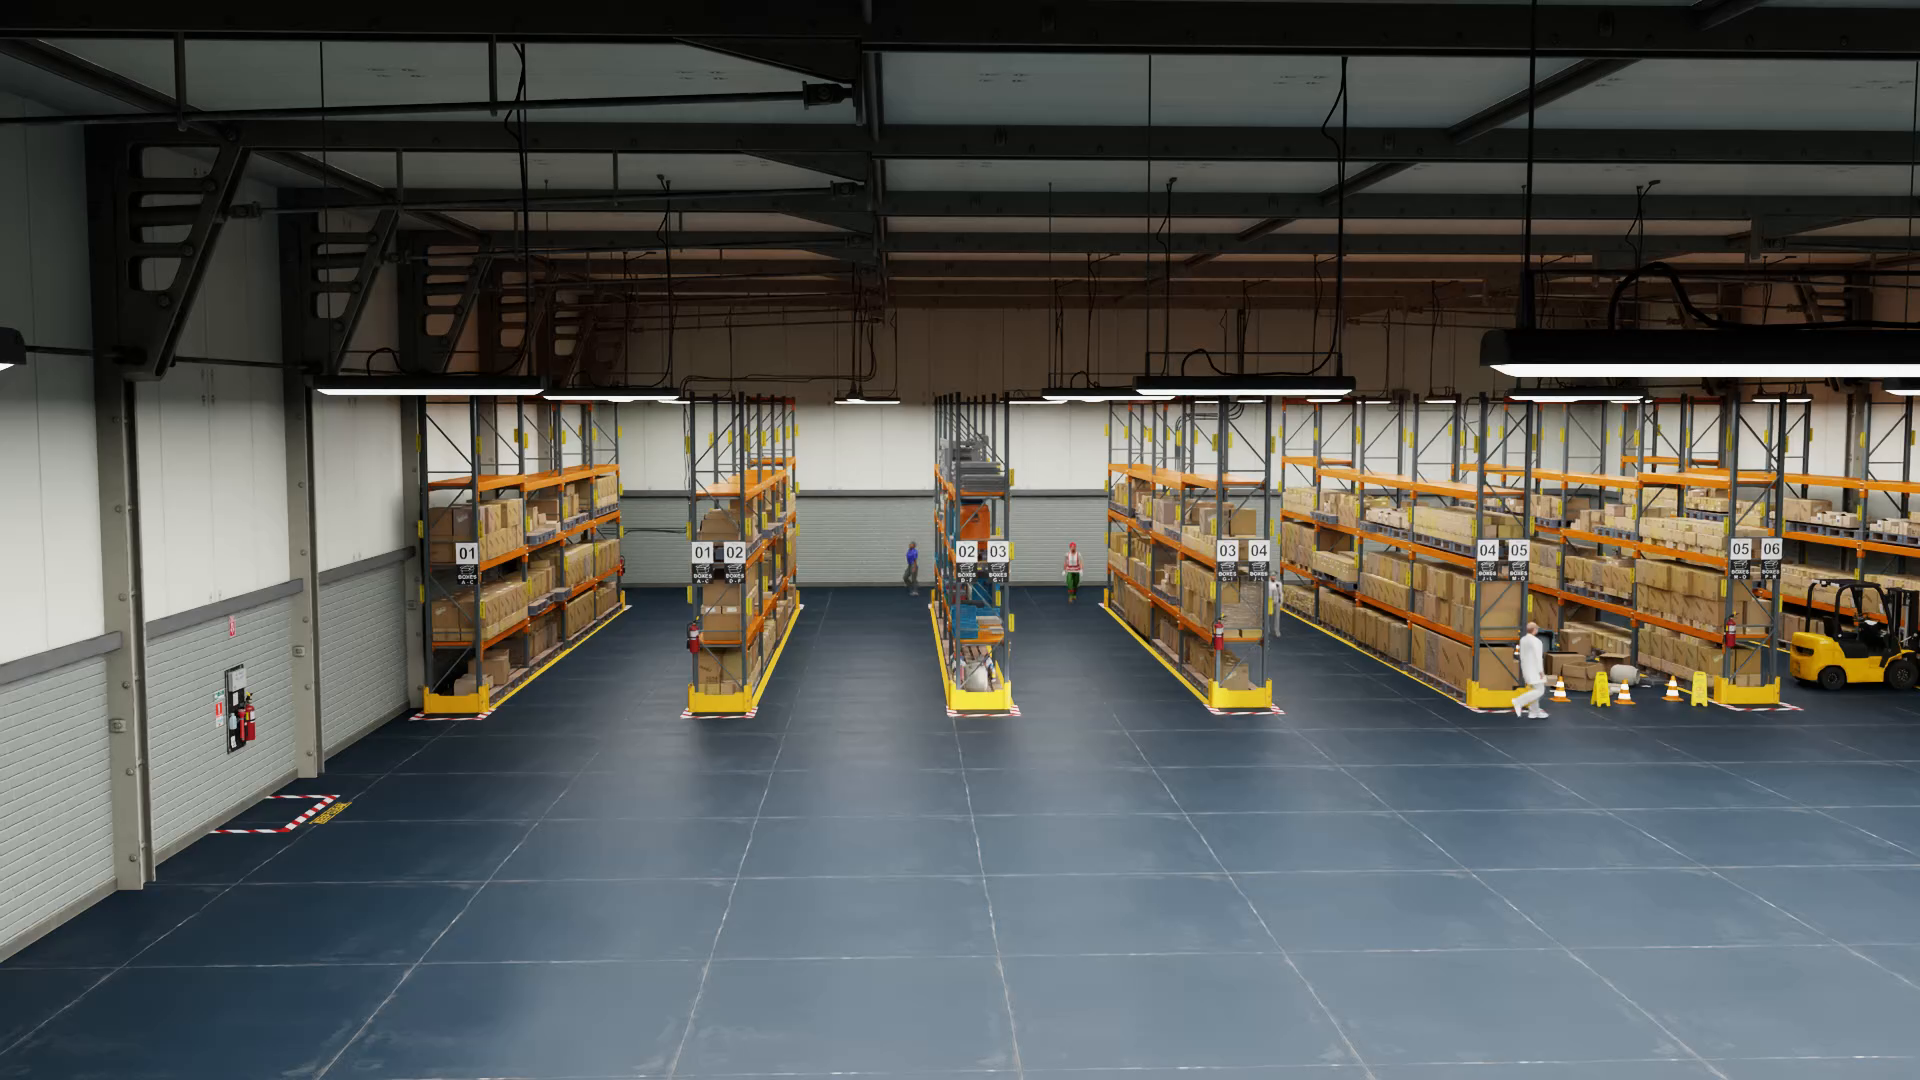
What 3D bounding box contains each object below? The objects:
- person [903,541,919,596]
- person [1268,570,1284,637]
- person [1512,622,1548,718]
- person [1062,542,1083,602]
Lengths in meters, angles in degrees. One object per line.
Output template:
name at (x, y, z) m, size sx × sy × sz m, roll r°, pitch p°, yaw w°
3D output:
person at (-1.465, 0.872, 50.286) m, size 0.456 × 1.688 × 0.501 m, roll -2°, pitch 5°, yaw -27°
person at (7.822, 1.559, 41.555) m, size 0.569 × 1.610 × 1.034 m, roll 0°, pitch 5°, yaw 0°
person at (10.413, 2.388, 30.371) m, size 0.785 × 1.767 × 0.617 m, roll -1°, pitch 5°, yaw -9°
person at (3.312, 0.931, 48.733) m, size 0.602 × 1.723 × 1.061 m, roll 0°, pitch 5°, yaw 0°
